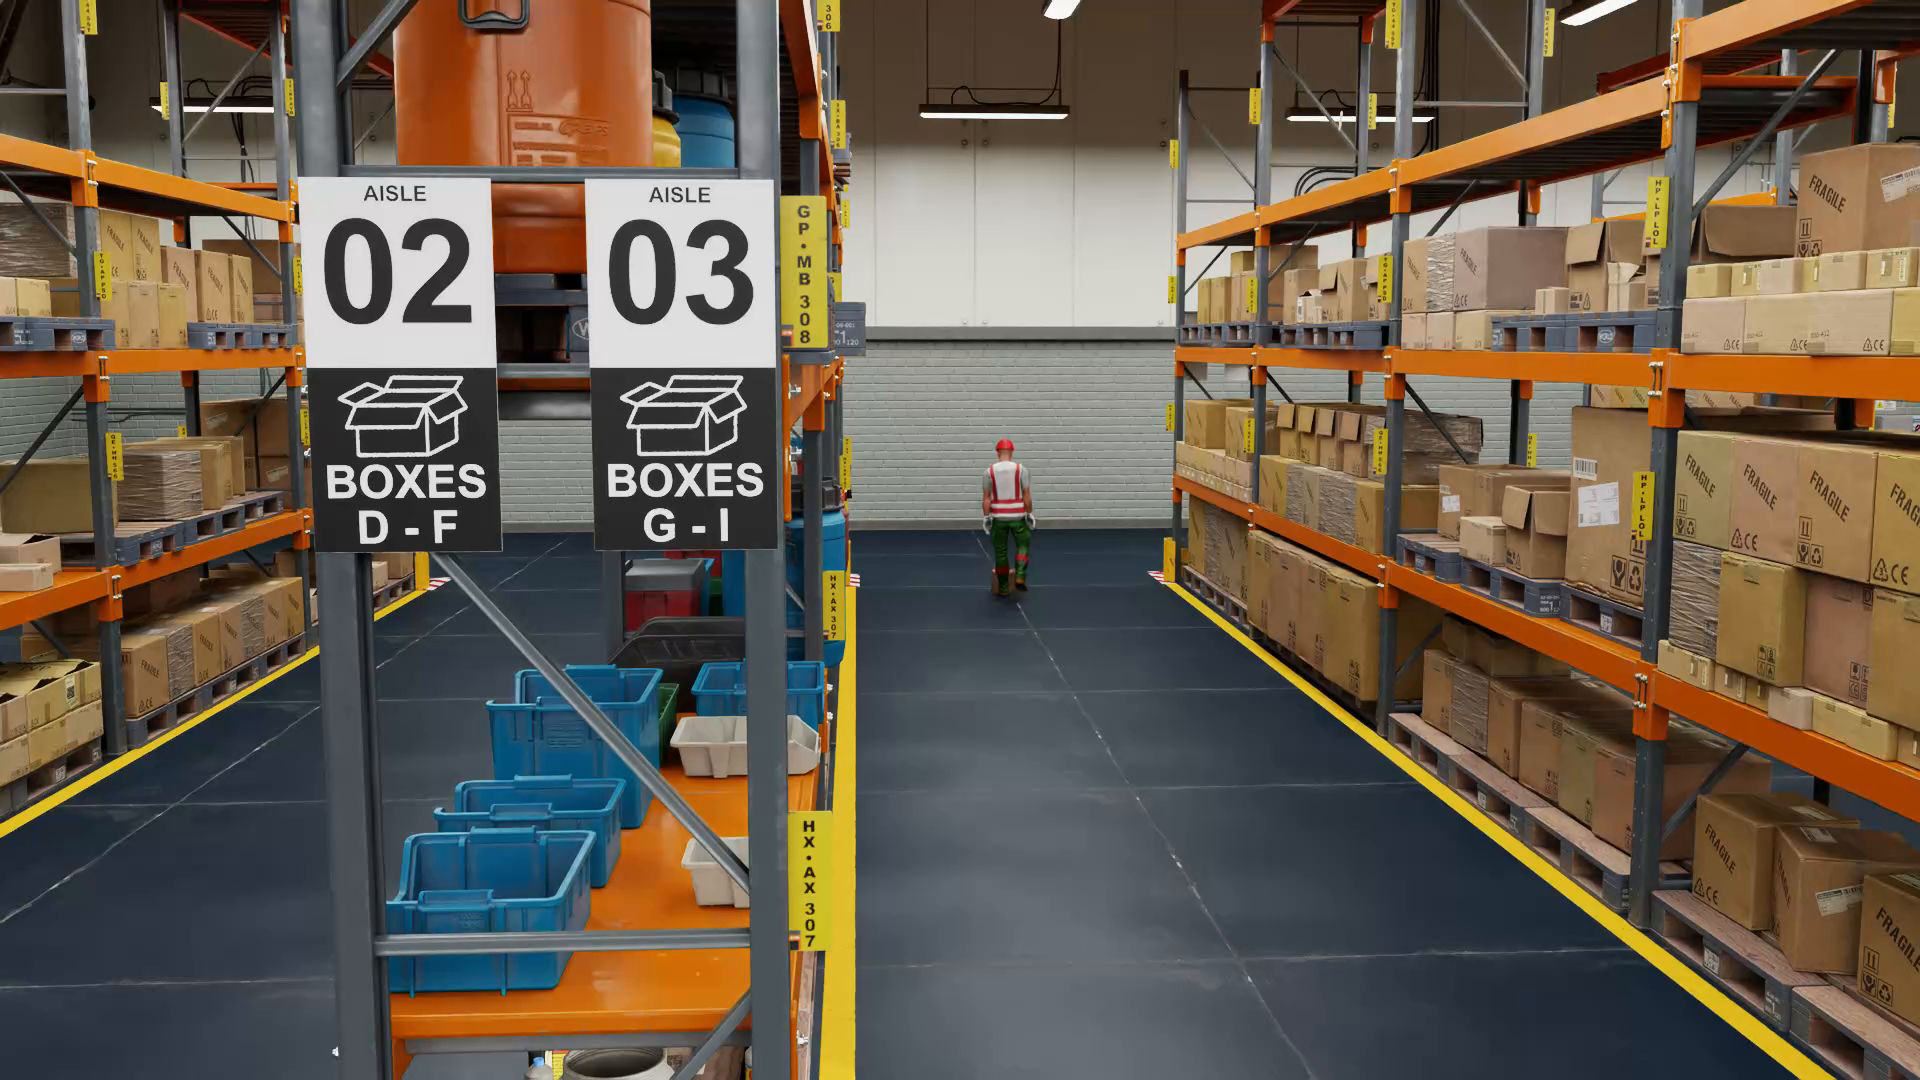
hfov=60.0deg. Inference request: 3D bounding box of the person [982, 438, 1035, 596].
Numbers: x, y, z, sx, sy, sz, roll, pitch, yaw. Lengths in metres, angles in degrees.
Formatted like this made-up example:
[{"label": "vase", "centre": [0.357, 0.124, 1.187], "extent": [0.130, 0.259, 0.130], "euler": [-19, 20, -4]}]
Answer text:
[{"label": "person", "centre": [0.543, -0.247, 18.596], "extent": [0.591, 1.780, 0.629], "euler": [0, 7, 2]}]
